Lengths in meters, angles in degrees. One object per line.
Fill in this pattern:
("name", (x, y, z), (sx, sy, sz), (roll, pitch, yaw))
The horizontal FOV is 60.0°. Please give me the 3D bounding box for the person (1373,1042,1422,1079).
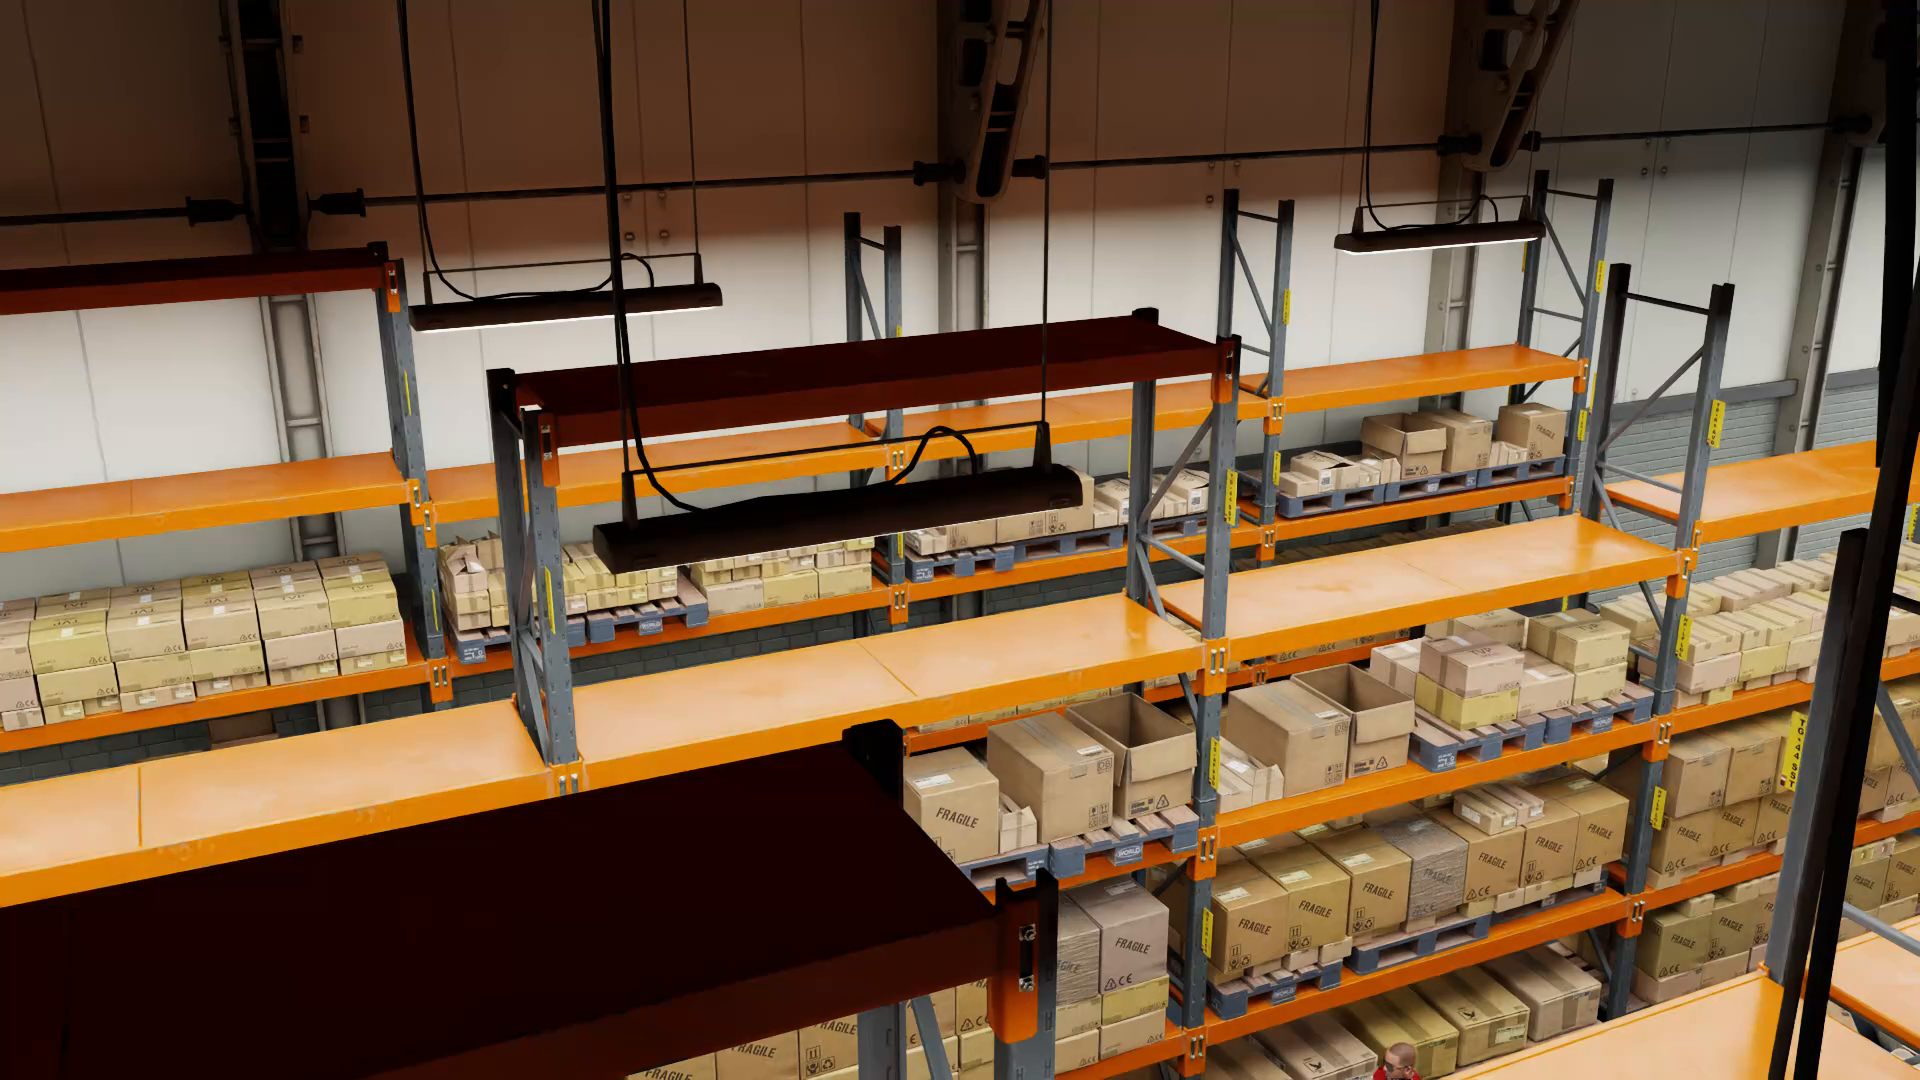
("person", (2.779, 3.940, 10.480), (0.440, 1.726, 0.595), (-11, 21, -28))
